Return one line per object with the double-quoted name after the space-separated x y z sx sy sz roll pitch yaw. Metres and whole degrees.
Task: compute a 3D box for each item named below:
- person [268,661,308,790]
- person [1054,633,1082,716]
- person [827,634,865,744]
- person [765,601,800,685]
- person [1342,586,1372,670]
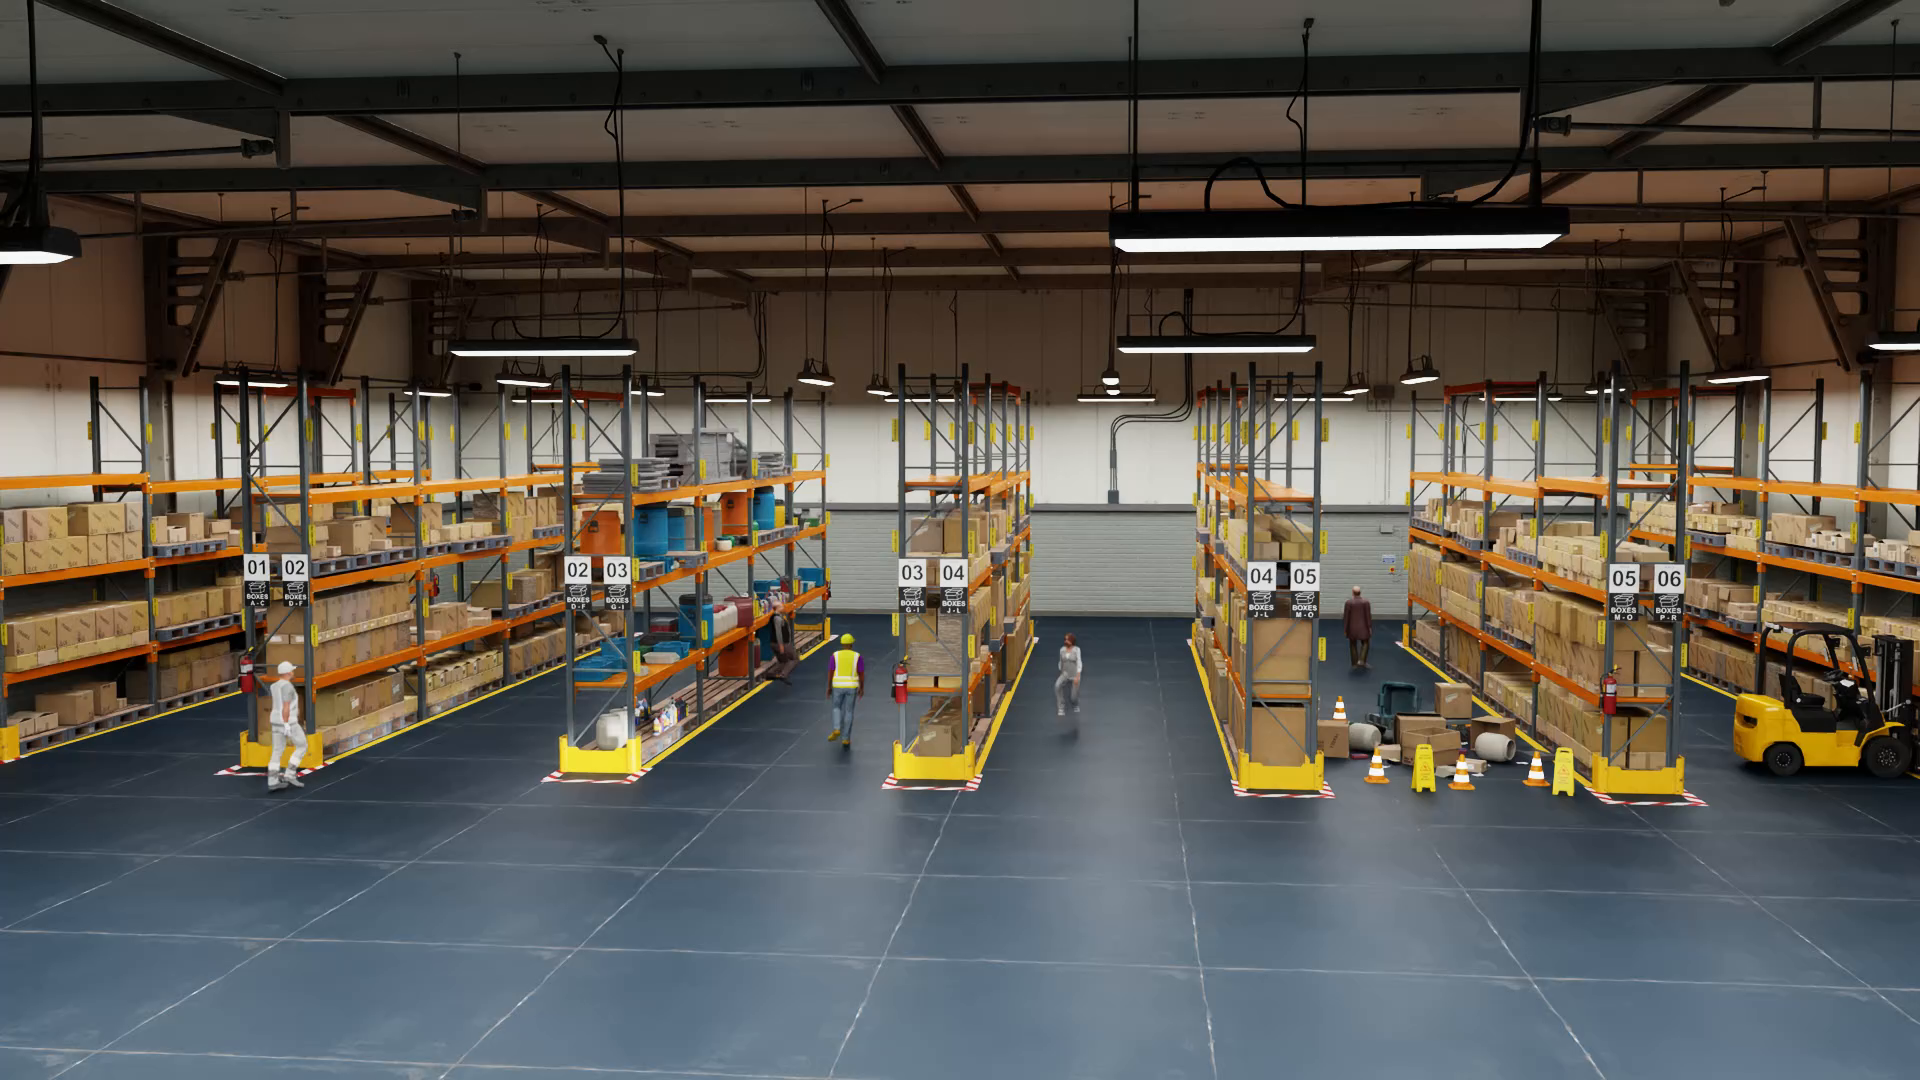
-9.515 2.597 23.388 0.564 1.766 0.527 2 4 32 "person"
1.833 2.250 27.908 0.432 1.376 0.909 1 4 16 "person"
-1.837 2.383 26.794 0.609 1.756 0.453 0 4 4 "person"
-3.449 1.962 31.801 0.644 1.577 0.611 -2 4 -33 "person"
8.400 1.862 35.189 0.618 1.775 0.591 1 4 11 "person"
